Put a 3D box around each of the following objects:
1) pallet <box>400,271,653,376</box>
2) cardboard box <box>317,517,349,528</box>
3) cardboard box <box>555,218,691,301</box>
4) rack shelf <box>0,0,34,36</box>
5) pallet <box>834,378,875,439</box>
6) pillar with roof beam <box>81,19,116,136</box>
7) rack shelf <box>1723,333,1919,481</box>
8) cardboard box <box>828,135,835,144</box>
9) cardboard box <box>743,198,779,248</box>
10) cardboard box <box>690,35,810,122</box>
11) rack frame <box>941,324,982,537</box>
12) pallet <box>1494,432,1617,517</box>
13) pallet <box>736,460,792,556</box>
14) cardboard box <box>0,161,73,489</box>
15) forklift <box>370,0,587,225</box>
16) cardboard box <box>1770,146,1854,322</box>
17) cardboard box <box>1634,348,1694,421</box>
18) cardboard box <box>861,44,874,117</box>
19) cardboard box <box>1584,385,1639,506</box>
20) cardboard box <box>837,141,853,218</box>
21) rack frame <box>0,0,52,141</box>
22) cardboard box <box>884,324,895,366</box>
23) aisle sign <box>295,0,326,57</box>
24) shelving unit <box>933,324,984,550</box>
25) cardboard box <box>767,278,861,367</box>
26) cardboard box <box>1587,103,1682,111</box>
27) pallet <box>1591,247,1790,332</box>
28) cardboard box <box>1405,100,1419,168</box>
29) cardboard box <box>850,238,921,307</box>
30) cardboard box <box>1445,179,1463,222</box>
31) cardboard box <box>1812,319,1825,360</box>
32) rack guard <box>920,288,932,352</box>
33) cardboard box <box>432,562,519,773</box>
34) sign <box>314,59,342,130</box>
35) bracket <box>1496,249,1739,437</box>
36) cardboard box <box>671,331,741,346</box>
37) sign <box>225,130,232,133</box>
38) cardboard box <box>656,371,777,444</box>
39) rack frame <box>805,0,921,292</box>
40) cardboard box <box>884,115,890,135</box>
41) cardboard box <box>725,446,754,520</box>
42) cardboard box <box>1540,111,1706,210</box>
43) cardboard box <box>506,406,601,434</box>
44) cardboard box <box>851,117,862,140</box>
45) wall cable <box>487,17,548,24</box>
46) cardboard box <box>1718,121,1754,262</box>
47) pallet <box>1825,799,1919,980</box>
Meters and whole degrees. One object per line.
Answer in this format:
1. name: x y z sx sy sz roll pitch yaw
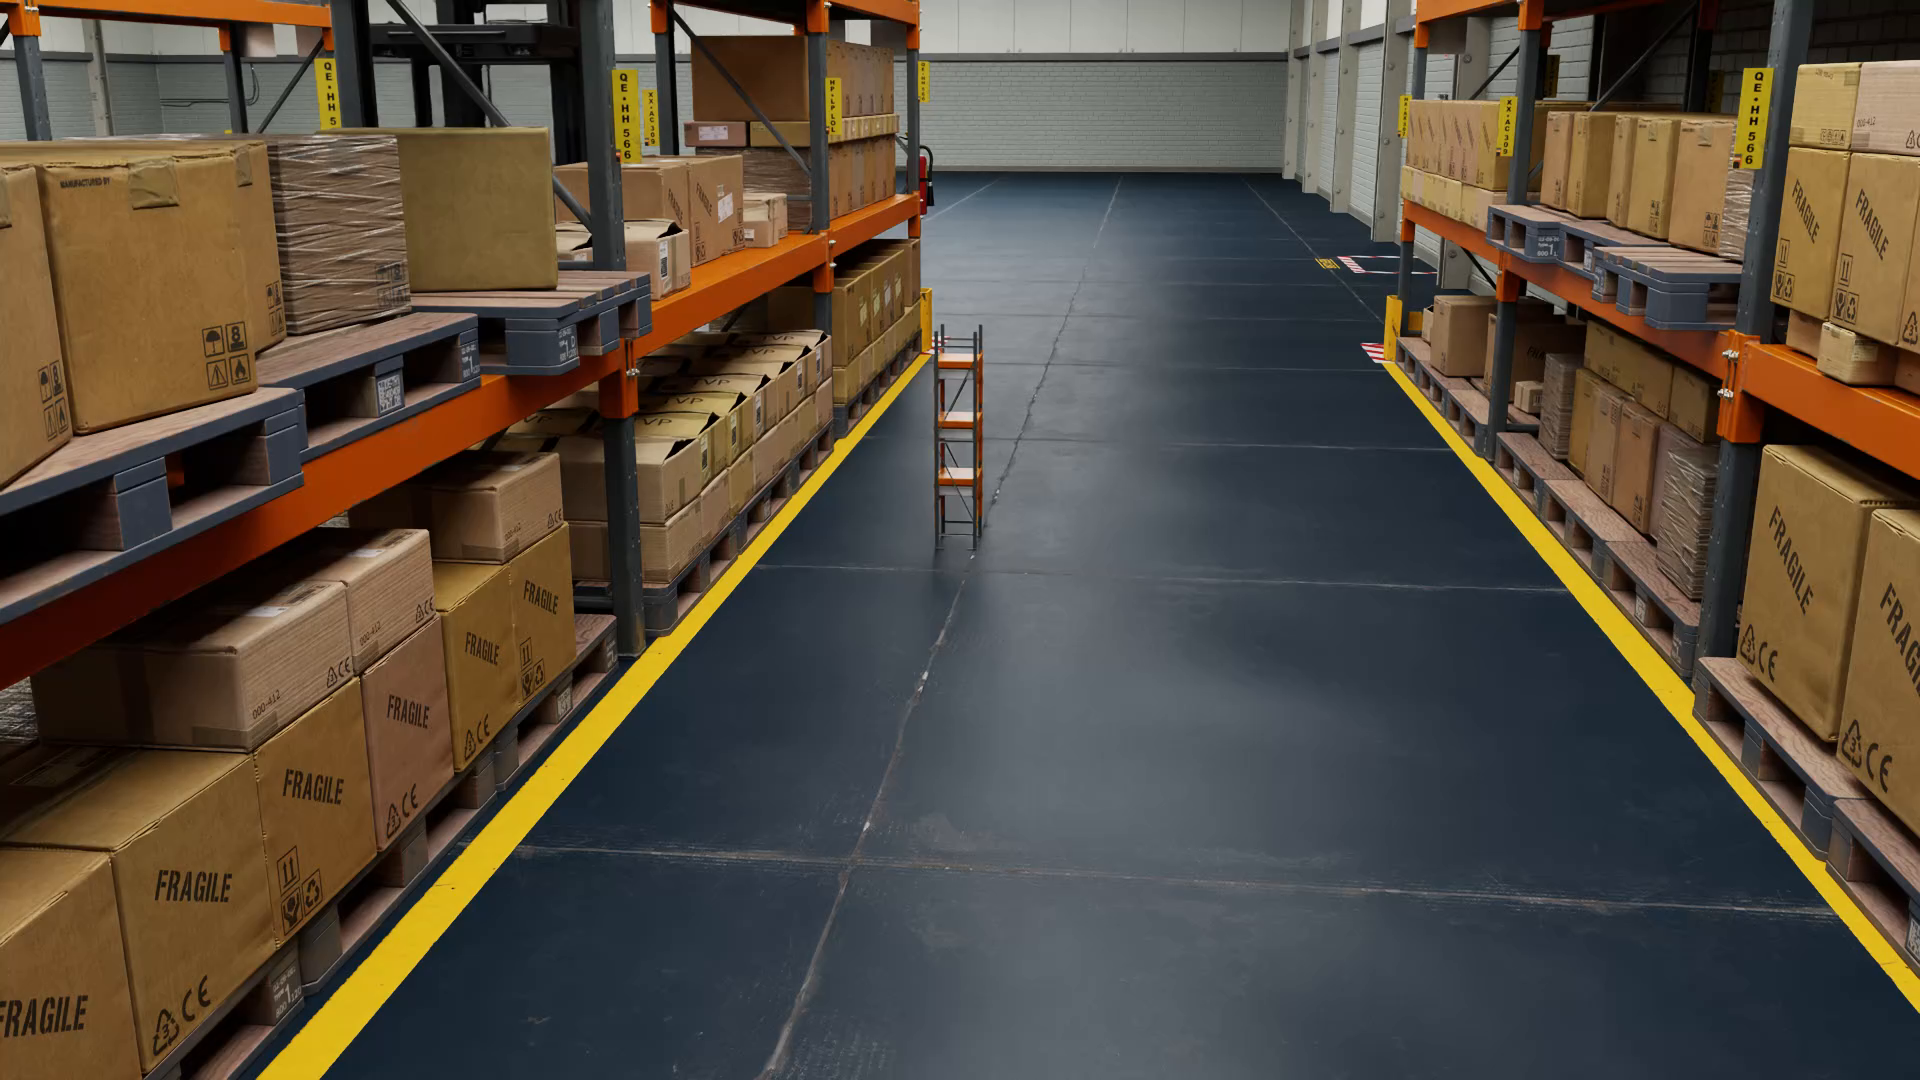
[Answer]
1. pallet: -1.746 -0.742 5.528 1.213 0.211 1.003 2 15 6
2. cardboard box: -2.129 0.227 5.522 0.500 0.500 0.500 1 15 4
3. cardboard box: -1.446 -1.196 7.009 0.500 0.311 0.500 2 15 6
4. rack shelf: -6.435 -2.779 8.325 1.077 0.370 4.000 2 15 6
5. pallet: -1.157 -0.909 11.120 1.003 0.211 1.213 2 15 6
6. pillar with roof beam: -18.770 -14.213 43.487 9.100 9.000 0.400 2 15 6
7. rack shelf: 2.957 -0.002 3.801 1.077 0.370 4.000 2 15 6
8. cardboard box: -1.010 -2.608 10.625 0.380 0.149 0.250 1 15 5
9. cardboard box: -1.205 -1.752 9.152 0.396 0.266 0.258 1 15 5
10. cardboard box: -1.245 -2.840 10.242 0.700 0.500 0.500 2 15 7
11. rack frame: 0.008 -0.525 8.091 0.200 1.050 0.008 2 15 6
12. pallet: 3.548 -0.357 9.079 1.003 0.211 1.213 2 15 6
13. pallet: -1.468 -0.195 8.477 1.003 0.211 1.213 2 15 6
14. cardboard box: -1.915 -0.343 2.686 0.700 0.500 0.500 -3 16 -13
15. forklift: -2.850 -2.050 10.127 1.130 2.935 3.031 2 15 7
16. cardboard box: 2.874 -0.951 5.132 0.500 0.500 0.500 2 15 8
17. cardboard box: 3.392 -0.703 7.526 0.500 0.250 0.500 2 15 6
18. cardboard box: -1.018 -3.360 12.166 0.700 0.500 0.500 2 15 6
19. cardboard box: 3.461 -0.453 8.037 0.700 0.500 0.500 2 15 7
20. cardboard box: -1.131 -2.481 11.398 0.700 0.500 0.500 2 15 7
21. rack frame: -6.210 -2.197 10.541 1.000 3.000 0.127 2 15 6
22. cardboard box: -0.761 -1.426 12.152 0.500 0.250 0.500 2 15 6
23. aisle sign: -5.455 -4.499 14.075 0.394 0.787 0.004 2 15 6
24. shelving unit: -0.006 -0.493 7.974 0.215 1.050 0.252 2 15 6
25. cardboard box: -0.925 -1.399 10.615 0.500 0.500 0.500 2 15 6
26. cardboard box: 3.895 -2.320 9.809 0.500 0.500 0.500 1 15 5
27. pallet: 3.157 -0.963 6.345 1.213 0.211 1.003 2 15 6
28. cardboard box: 3.733 -3.127 12.792 0.500 0.500 0.500 2 15 6
29. cardboard box: -0.602 -2.177 13.494 0.500 0.500 0.500 2 15 6
30. cardboard box: 3.492 -2.234 10.927 0.500 0.250 0.500 2 15 6
31. cardboard box: 2.878 -0.613 5.124 0.380 0.149 0.250 2 15 7
32. rack guard: -0.834 -1.887 14.184 1.175 0.500 0.348 2 15 6
33. cardboard box: -1.671 0.365 5.011 0.500 0.500 0.500 1 15 4
34. sign: -2.292 -1.587 6.067 0.100 0.325 0.005 2 15 6
35. bracket: -11.251 -4.338 10.086 30.936 5.461 7.100 2 15 6
36. cardboard box: -1.582 -1.096 9.859 0.500 0.311 0.500 2 15 6
37. sign: -6.304 -3.385 14.405 0.100 0.325 0.005 2 15 6
38. cardboard box: -1.221 -0.688 8.349 0.500 0.311 0.500 2 15 6
39. rack frame: -0.837 -3.088 13.834 1.000 3.000 0.127 2 15 6
40. cardboard box: -0.748 -3.210 12.853 0.380 0.149 0.250 1 15 5
41. cardboard box: -1.280 -0.281 7.917 0.500 0.250 0.500 1 15 5
42. cardboard box: 3.543 -2.035 8.907 0.700 0.500 0.500 2 15 6
43. cardboard box: -1.873 -0.437 7.420 0.500 0.311 0.500 1 15 5
44. cardboard box: -0.894 -2.877 11.623 0.380 0.149 0.250 2 15 6
45. wall cable: -11.970 -16.423 45.144 2.305 6.003 0.169 2 15 6
46. cardboard box: 3.226 -1.251 6.006 0.700 0.500 0.500 0 15 0
47. pallet: 2.879 0.996 4.074 1.003 0.211 1.213 2 15 6
